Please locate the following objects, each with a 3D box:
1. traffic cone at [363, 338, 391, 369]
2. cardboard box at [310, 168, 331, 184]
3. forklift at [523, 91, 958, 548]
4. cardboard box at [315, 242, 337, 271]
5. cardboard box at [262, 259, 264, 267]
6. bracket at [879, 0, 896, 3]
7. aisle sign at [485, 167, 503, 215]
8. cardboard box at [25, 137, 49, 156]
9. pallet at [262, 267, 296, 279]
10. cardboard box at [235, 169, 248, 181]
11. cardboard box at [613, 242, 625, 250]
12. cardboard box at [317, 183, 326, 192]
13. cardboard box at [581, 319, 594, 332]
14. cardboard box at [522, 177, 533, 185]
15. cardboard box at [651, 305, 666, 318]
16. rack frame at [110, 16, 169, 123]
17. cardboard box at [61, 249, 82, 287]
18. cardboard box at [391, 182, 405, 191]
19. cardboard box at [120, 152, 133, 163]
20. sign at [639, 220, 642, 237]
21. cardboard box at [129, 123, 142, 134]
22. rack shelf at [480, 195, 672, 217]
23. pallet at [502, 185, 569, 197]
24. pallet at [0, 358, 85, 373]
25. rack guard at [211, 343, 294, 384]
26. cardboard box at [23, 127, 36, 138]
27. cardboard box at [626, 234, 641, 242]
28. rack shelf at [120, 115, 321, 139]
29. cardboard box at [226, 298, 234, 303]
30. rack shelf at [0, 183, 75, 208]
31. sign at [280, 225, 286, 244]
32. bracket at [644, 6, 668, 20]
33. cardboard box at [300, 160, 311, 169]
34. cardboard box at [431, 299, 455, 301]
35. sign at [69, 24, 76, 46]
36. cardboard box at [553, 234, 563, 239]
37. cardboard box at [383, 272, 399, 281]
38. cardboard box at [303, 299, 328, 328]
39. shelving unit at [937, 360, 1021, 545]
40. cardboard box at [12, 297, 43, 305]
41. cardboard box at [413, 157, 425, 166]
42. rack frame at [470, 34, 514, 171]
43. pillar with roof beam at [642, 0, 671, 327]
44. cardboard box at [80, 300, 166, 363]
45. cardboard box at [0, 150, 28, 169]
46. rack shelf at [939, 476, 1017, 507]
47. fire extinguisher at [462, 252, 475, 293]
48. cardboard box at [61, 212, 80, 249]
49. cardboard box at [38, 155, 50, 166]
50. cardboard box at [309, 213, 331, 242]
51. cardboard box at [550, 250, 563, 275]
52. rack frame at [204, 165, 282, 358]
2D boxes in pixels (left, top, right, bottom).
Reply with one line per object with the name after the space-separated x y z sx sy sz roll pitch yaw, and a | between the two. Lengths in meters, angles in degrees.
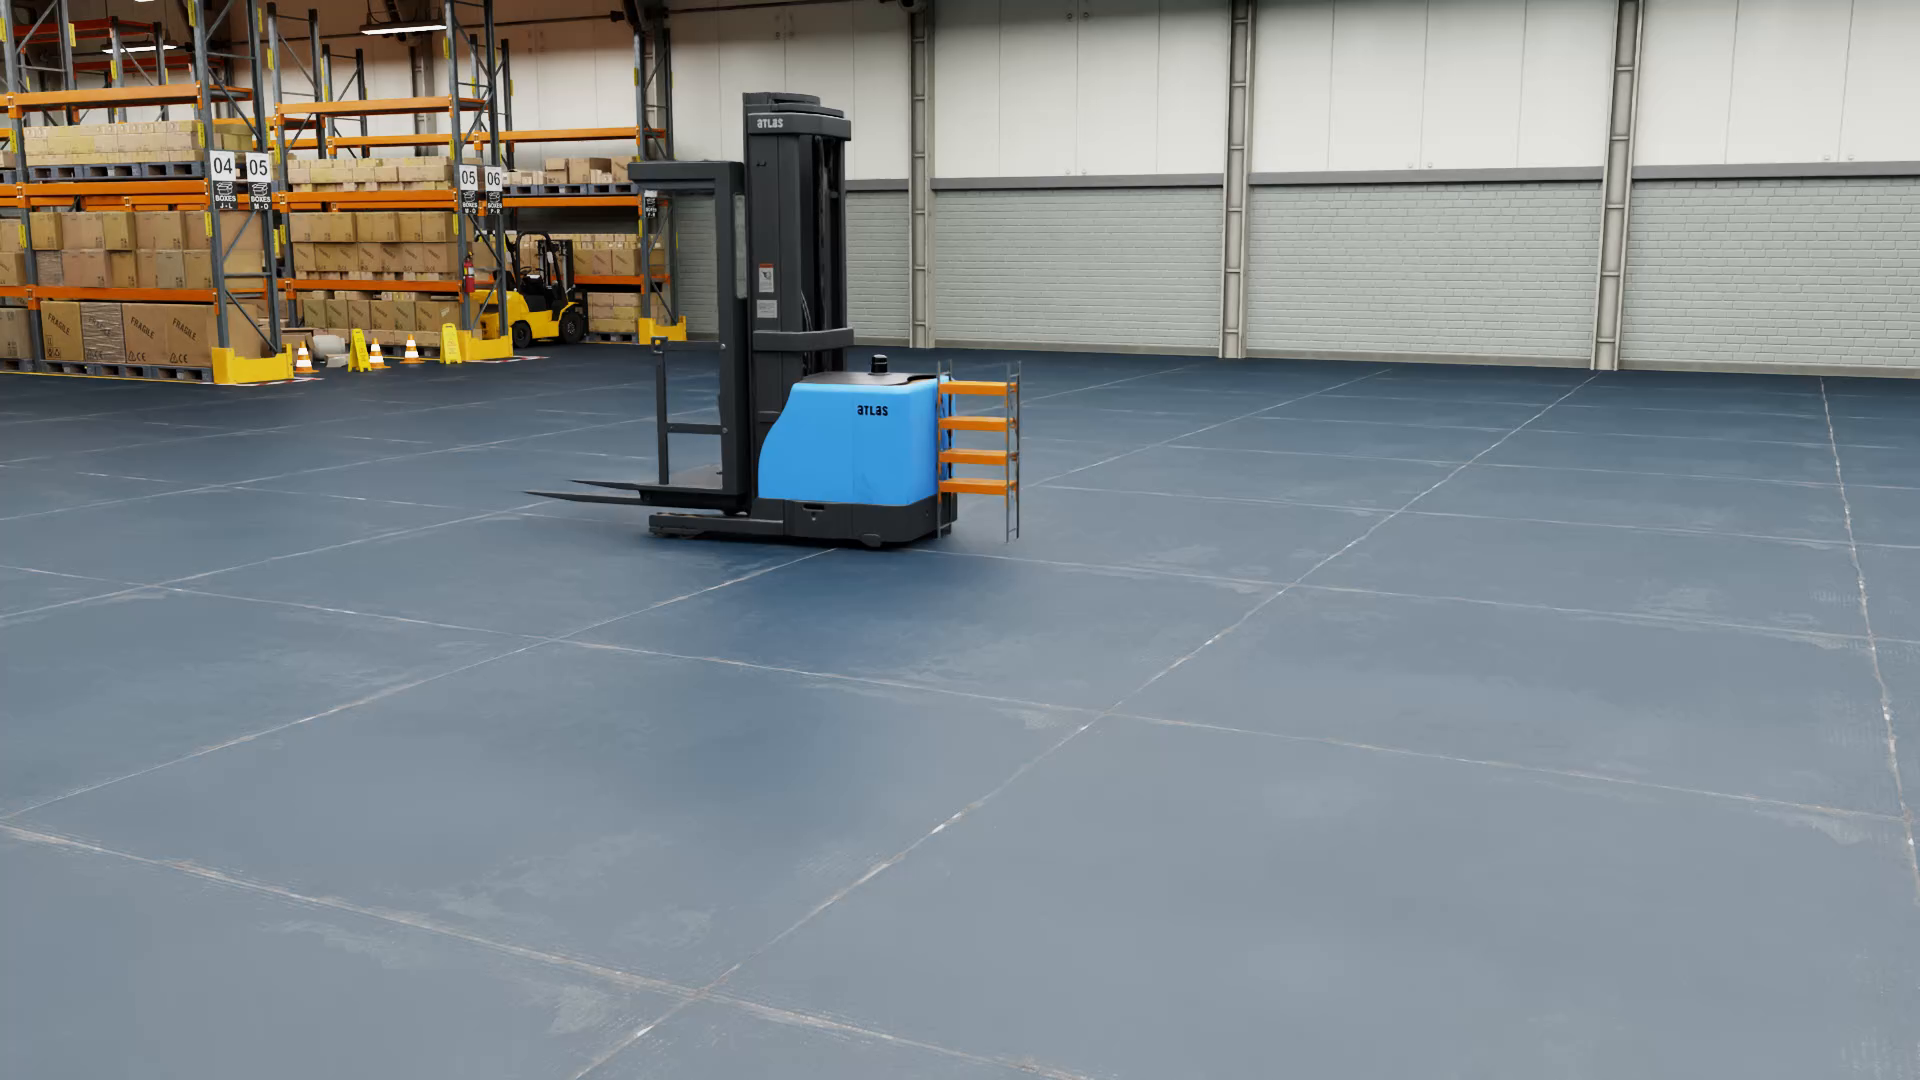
-9.194 -2.941 26.182 0.334 0.463 0.336 5 11 26 | traffic cone
-10.898 -6.312 28.846 0.500 0.250 0.500 5 11 25 | cardboard box
-1.589 -1.531 11.457 3.031 2.935 1.130 4 11 20 | forklift
-10.907 -4.961 29.105 0.500 0.500 0.500 5 11 26 | cardboard box
-12.451 -4.984 29.872 0.250 0.149 0.380 5 11 24 | cardboard box
-1.232 -9.784 29.915 0.430 0.232 0.235 5 11 26 | bracket
-7.858 -5.890 28.050 0.004 0.787 0.394 5 11 26 | aisle sign
-13.423 -5.804 24.577 0.500 0.250 0.500 5 11 26 | cardboard box
-12.259 -4.870 30.254 1.213 0.211 1.003 5 11 26 | pallet
-12.678 -6.553 29.836 0.500 0.250 0.500 5 11 27 | cardboard box
-6.535 -5.725 32.338 0.250 0.149 0.380 5 12 27 | cardboard box
-10.986 -6.138 29.005 0.250 0.149 0.380 5 11 26 | cardboard box
-7.306 -4.280 33.000 0.500 0.250 0.500 5 11 26 | cardboard box
-8.488 -7.138 33.069 0.250 0.149 0.380 5 12 28 | cardboard box
-6.188 -4.529 32.967 0.500 0.250 0.500 5 12 27 | cardboard box
-15.225 -8.148 30.983 0.127 3.000 1.000 5 11 26 | rack frame
-12.899 -4.089 24.981 0.550 0.550 0.875 5 11 26 | cardboard box
-9.398 -5.985 28.159 0.250 0.149 0.380 5 11 25 | cardboard box
-11.738 -5.448 23.731 0.250 0.149 0.380 5 11 26 | cardboard box
-6.111 -5.959 31.819 0.005 0.325 0.100 5 11 26 | sign
-11.512 -5.820 23.550 0.250 0.149 0.380 5 11 26 | cardboard box
-7.652 -6.638 33.084 4.000 0.370 1.077 5 11 26 | rack shelf
-8.669 -7.043 33.550 1.213 0.211 1.003 5 11 26 | pallet
-14.463 -2.759 25.882 1.213 0.211 1.003 5 11 26 | pallet
-10.129 -2.535 23.835 0.348 0.500 1.175 5 11 26 | rack guard
-13.562 -6.000 24.543 0.250 0.149 0.380 5 11 26 | cardboard box
-6.273 -5.868 32.293 0.250 0.149 0.380 5 11 26 | cardboard box
-13.432 -7.440 30.212 4.000 0.370 1.077 5 11 26 | rack shelf
-16.285 -5.207 37.417 0.500 0.500 0.500 6 12 28 | cardboard box
-15.531 -5.362 26.032 4.000 0.370 1.077 5 11 26 | rack shelf
-11.881 -5.362 29.182 0.005 0.325 0.100 5 11 26 | sign
-5.869 -10.191 32.166 0.430 0.232 0.235 5 11 26 | bracket
-11.254 -6.533 28.948 0.250 0.149 0.380 5 12 28 | cardboard box
-9.145 -3.938 29.004 0.500 0.500 0.500 5 11 24 | cardboard box
-13.470 -7.659 25.211 0.005 0.325 0.100 5 11 26 | sign
-7.869 -6.011 33.080 0.250 0.149 0.380 5 11 26 | cardboard box
-9.659 -4.527 28.526 0.250 0.149 0.380 5 11 25 | cardboard box
-11.229 -4.014 29.422 0.500 0.500 0.500 6 12 29 | cardboard box
0.125 -0.591 11.126 0.503 1.200 0.258 4 11 20 | shelving unit
-18.221 -4.636 33.212 0.875 0.875 0.875 5 12 28 | cardboard box
-8.936 -6.334 27.846 0.250 0.149 0.380 5 11 25 | cardboard box
-9.445 -8.626 33.624 0.127 3.000 1.000 5 11 26 | rack frame
-7.989 -7.822 29.182 0.400 9.000 9.100 5 11 26 | pillar with roof beam
-12.395 -3.112 24.791 0.875 0.875 0.875 5 11 26 | cardboard box
-14.442 -5.771 25.230 0.500 0.250 0.500 5 11 26 | cardboard box
0.125 -0.329 11.173 0.480 0.148 0.258 4 11 20 | rack shelf
-8.152 -4.445 27.585 0.183 0.674 0.296 5 11 26 | fire extinguisher
-12.878 -4.628 24.927 0.550 0.550 0.875 5 11 26 | cardboard box
-13.329 -5.588 24.503 0.250 0.149 0.380 5 11 26 | cardboard box
-10.891 -5.455 29.027 0.500 0.500 0.700 5 11 26 | cardboard box
-7.792 -5.525 33.056 0.500 0.500 0.500 5 11 26 | cardboard box
-10.151 -3.767 23.622 0.127 3.000 1.000 5 11 26 | rack frame
